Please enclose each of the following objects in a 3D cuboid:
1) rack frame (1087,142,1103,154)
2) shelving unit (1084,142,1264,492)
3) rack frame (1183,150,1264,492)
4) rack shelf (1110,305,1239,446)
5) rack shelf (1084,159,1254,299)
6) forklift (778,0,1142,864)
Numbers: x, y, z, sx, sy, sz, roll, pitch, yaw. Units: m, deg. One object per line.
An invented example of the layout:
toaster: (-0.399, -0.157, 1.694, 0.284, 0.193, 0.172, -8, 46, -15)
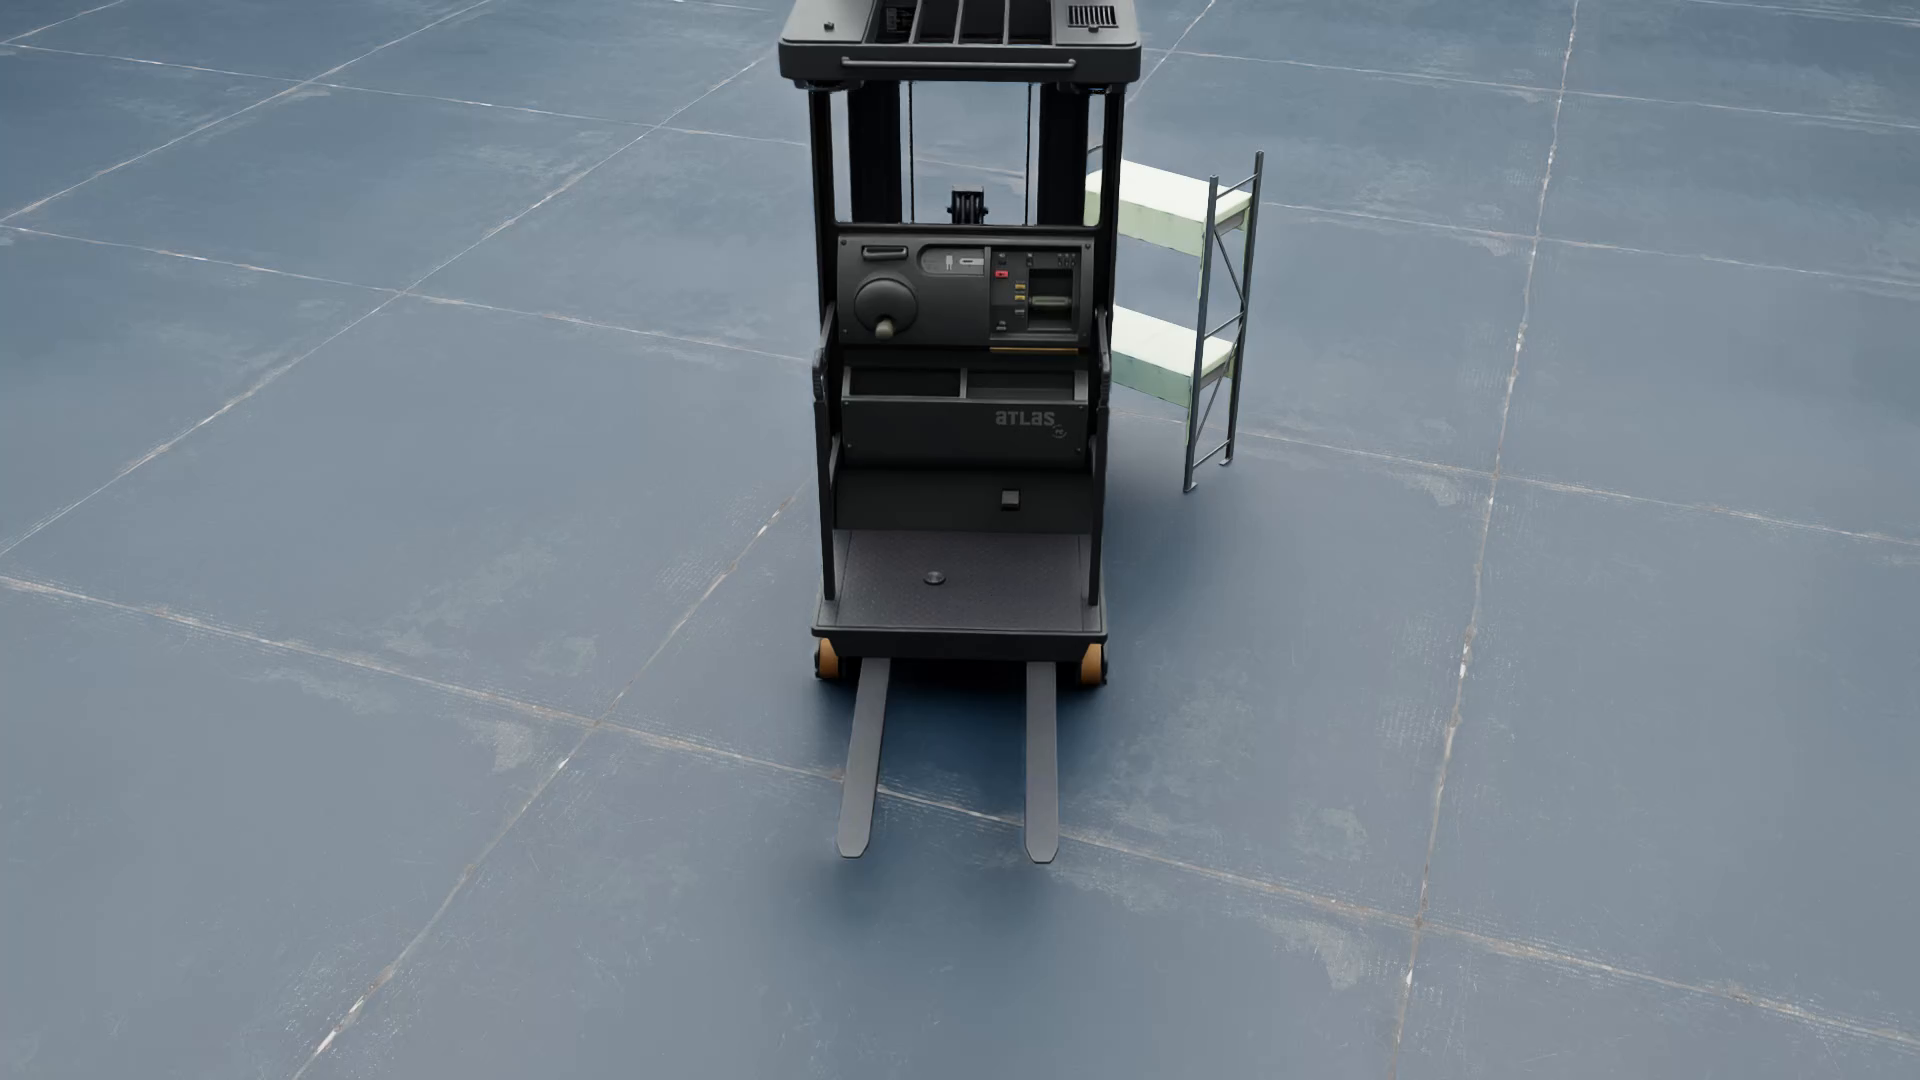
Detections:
rack frame: (0.584, -1.184, 7.701, 0.023, 1.500, 0.400, 24, 40, 32)
shelving unit: (0.869, -1.059, 7.507, 0.755, 1.500, 0.431, 24, 40, 32)
rack frame: (1.153, -0.934, 7.314, 0.023, 1.500, 0.400, 24, 40, 32)
rack shelf: (0.869, -0.785, 7.684, 0.720, 0.370, 0.431, 24, 40, 32)
rack shelf: (0.869, -1.387, 7.296, 0.720, 0.370, 0.431, 24, 40, 32)
forklift: (0.013, -0.852, 5.867, 1.130, 2.935, 3.031, 1, 33, 2)
